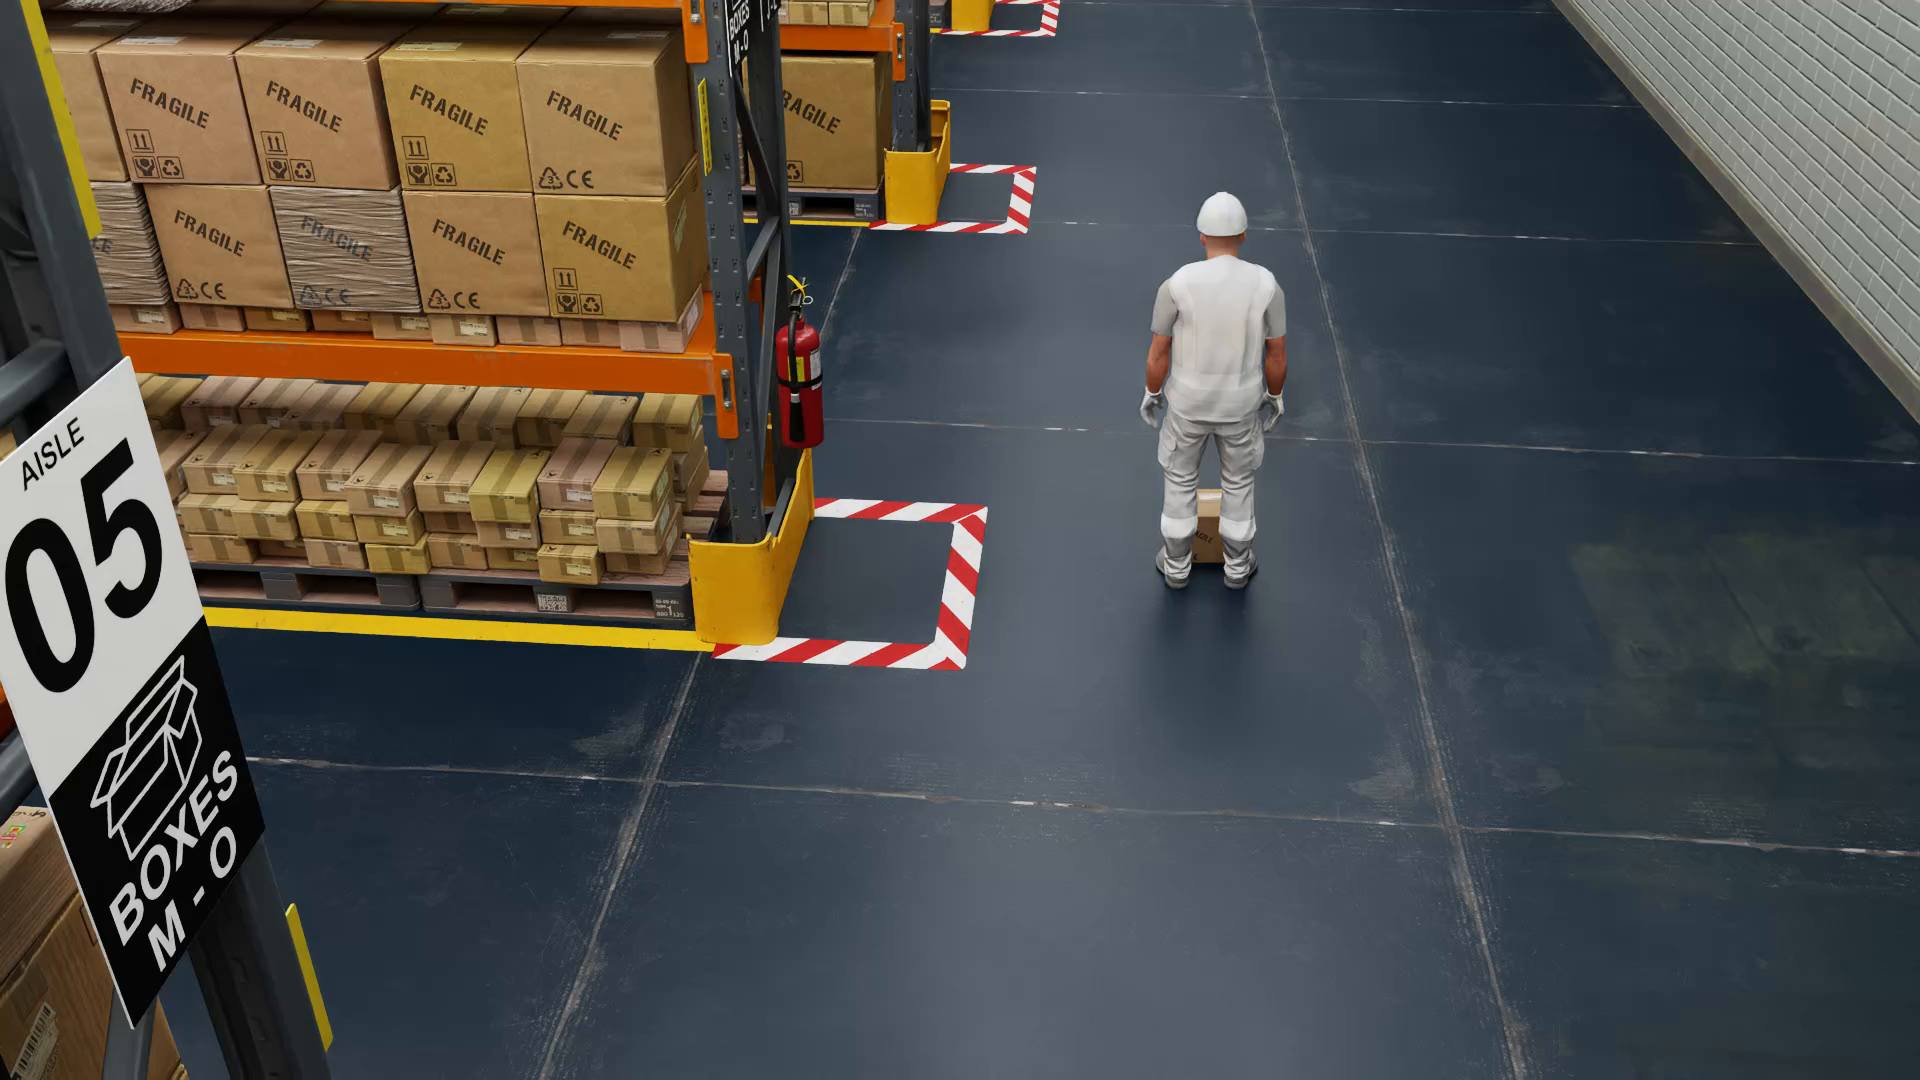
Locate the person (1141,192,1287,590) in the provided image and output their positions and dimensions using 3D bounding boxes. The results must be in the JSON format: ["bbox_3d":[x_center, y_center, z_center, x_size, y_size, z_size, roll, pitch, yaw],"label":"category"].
[{"bbox_3d":[1.081,-0.598,7.091,0.609,1.779,0.454,2,32,4],"label":"person"}]
